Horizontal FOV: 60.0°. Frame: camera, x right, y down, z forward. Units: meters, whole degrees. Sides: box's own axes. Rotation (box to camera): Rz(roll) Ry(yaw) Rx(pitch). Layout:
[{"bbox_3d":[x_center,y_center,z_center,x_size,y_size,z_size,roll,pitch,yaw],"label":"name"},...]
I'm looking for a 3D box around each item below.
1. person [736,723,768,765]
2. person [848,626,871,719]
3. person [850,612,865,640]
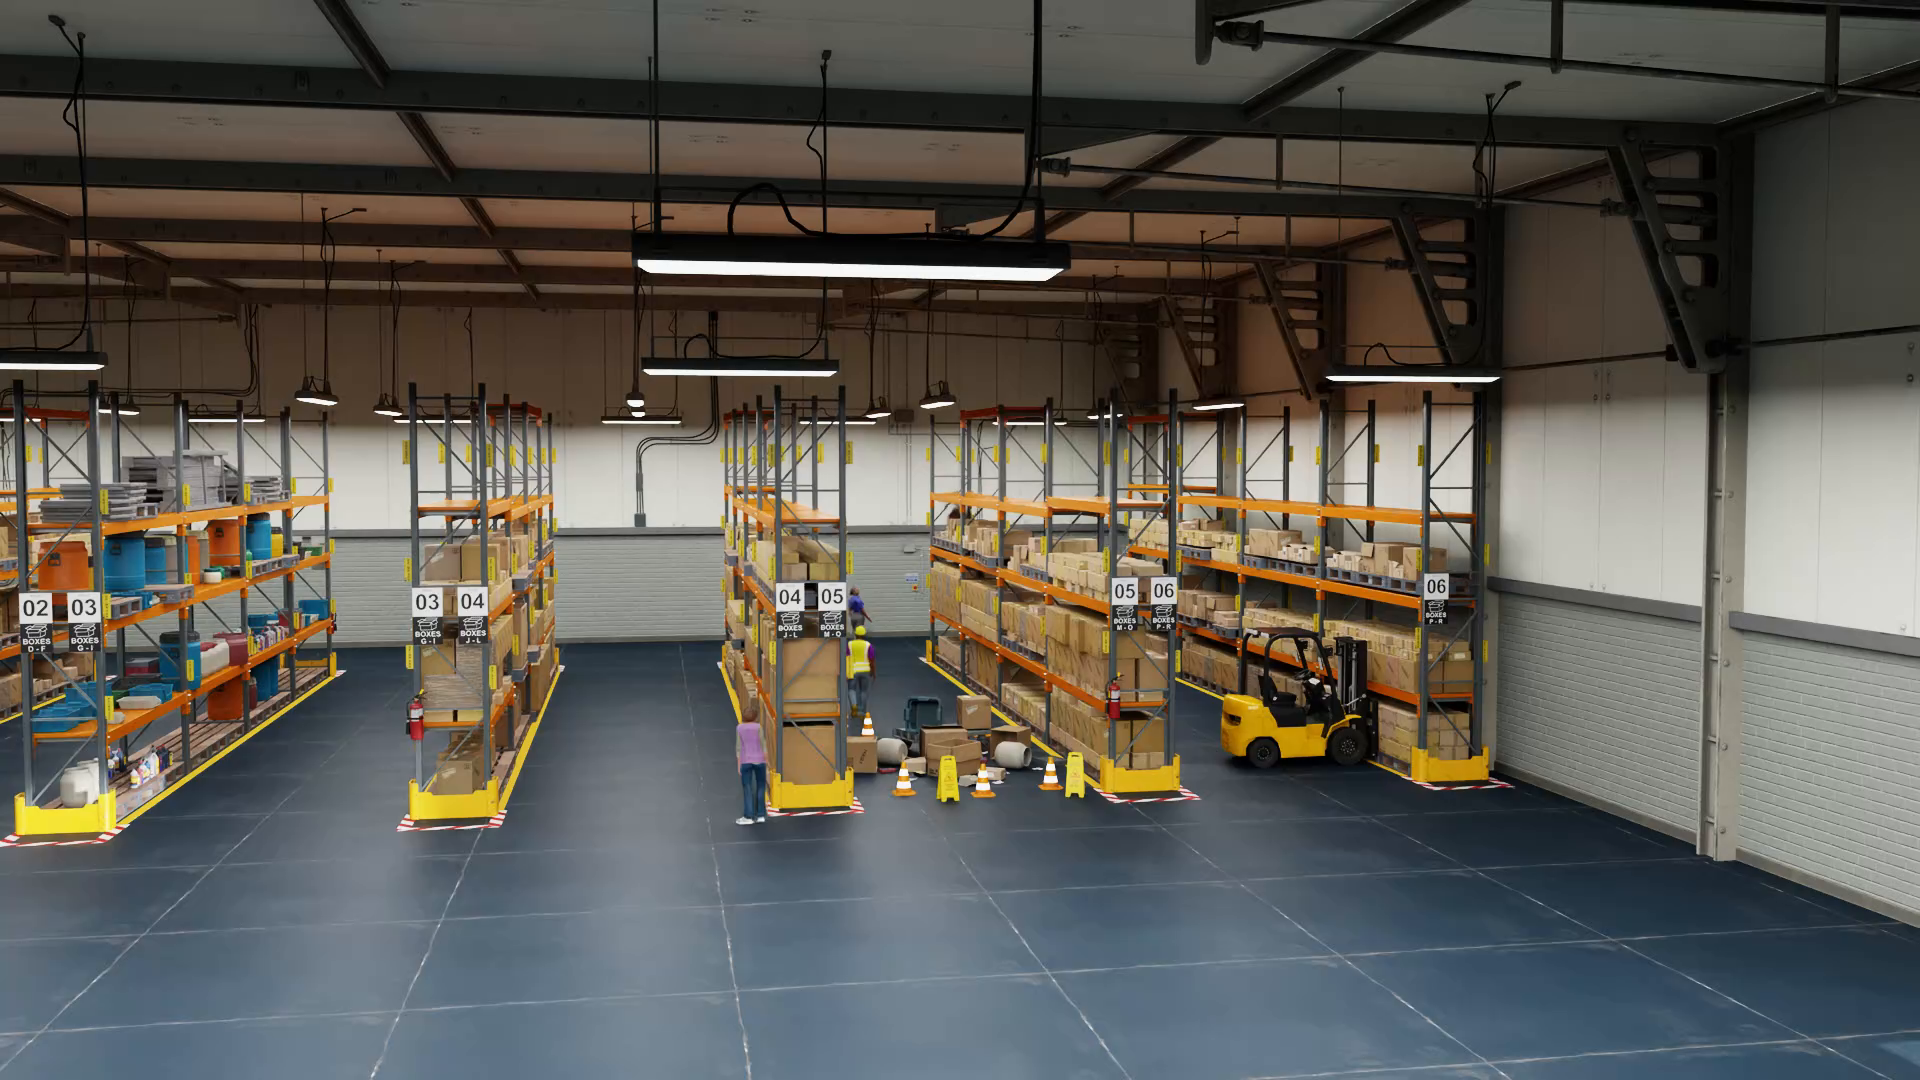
[{"bbox_3d":[-2.825,2.756,22.573,0.432,0.570,0.330,0,3,-7],"label":"person"},{"bbox_3d":[-1.903,2.505,31.499,0.443,1.754,0.477,0,3,-8],"label":"person"},{"bbox_3d":[-2.453,2.237,40.250,0.377,0.975,0.873,1,3,21],"label":"person"}]
